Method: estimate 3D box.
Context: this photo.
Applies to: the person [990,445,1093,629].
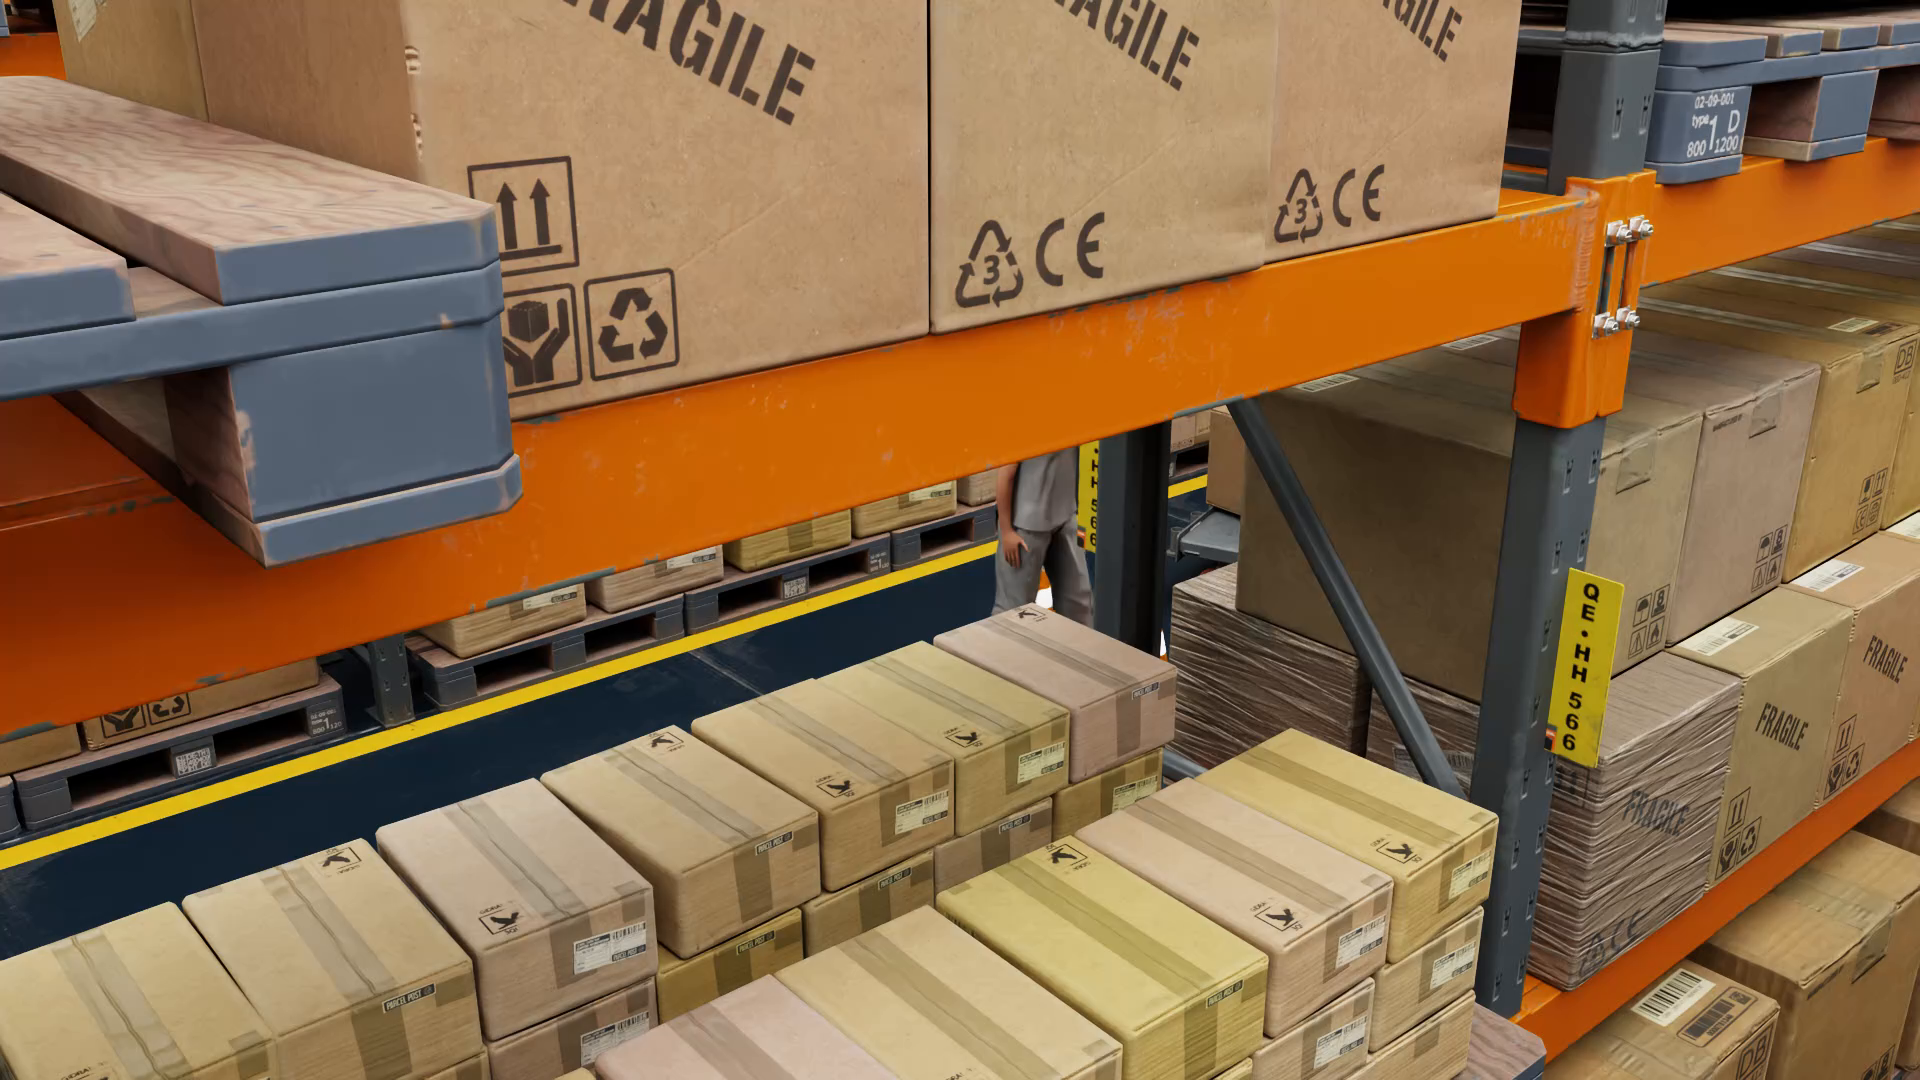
[{"bbox_3d":[0.383,-0.064,6.738,0.573,1.671,0.457,13,25,30],"label":"person"}]
